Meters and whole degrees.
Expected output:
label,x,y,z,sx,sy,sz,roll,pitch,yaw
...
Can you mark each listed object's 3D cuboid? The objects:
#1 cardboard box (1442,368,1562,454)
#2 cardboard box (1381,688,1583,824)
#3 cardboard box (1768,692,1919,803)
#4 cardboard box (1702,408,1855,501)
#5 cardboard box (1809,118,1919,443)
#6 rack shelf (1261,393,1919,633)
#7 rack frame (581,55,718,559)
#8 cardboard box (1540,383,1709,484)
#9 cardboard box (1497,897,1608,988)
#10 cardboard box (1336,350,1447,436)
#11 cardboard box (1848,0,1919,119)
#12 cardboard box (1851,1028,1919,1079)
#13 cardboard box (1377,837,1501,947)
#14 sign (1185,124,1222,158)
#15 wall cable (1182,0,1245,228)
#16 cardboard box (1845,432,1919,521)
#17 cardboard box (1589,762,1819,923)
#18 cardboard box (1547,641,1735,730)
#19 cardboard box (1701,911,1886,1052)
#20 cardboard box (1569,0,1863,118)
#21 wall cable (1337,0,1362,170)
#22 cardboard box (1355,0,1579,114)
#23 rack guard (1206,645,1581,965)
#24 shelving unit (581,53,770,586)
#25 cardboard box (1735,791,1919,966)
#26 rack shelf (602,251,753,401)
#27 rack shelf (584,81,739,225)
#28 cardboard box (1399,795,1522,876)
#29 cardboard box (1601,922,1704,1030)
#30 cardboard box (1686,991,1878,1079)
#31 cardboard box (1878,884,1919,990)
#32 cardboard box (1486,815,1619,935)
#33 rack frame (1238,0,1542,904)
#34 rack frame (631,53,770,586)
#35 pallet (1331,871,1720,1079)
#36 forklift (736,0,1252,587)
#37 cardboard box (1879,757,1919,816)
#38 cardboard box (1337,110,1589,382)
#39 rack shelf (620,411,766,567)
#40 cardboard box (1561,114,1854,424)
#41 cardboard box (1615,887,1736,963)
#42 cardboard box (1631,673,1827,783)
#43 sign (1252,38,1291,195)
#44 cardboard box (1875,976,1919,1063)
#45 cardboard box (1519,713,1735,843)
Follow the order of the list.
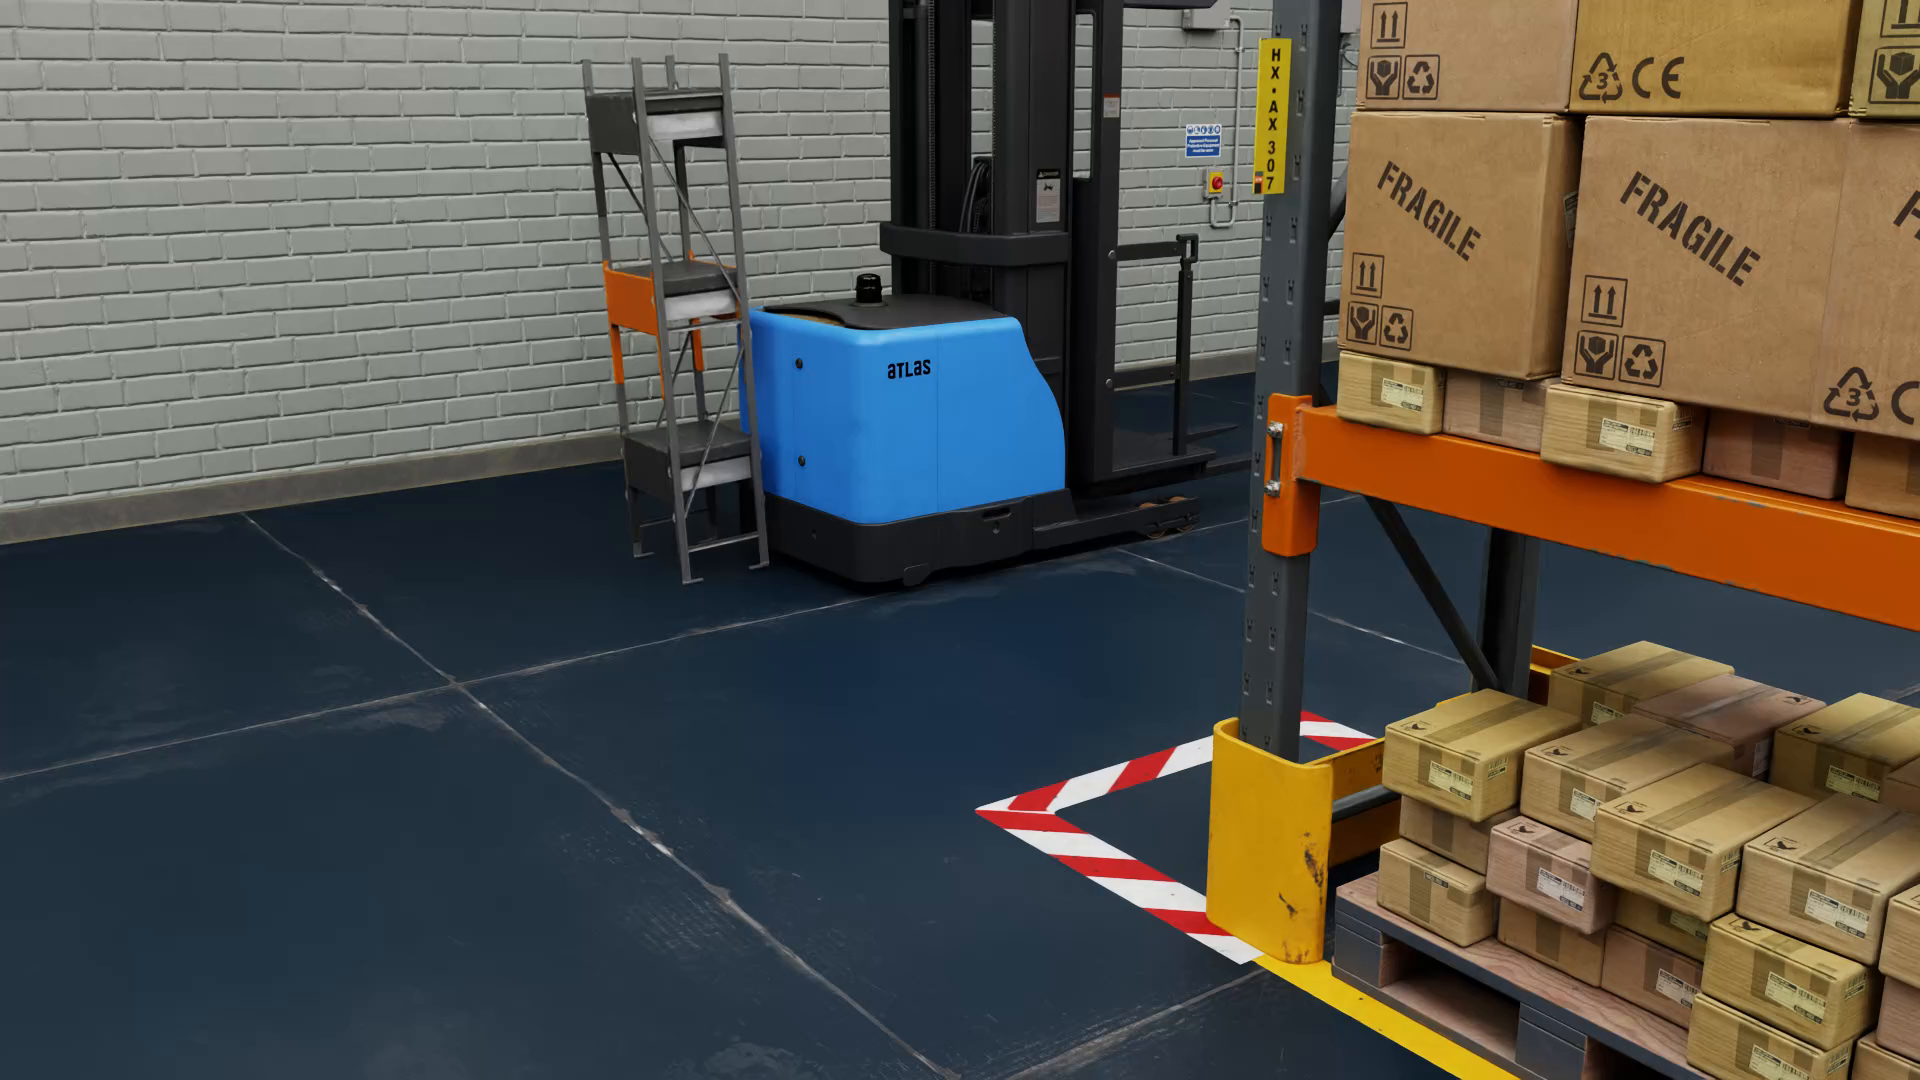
label,x,y,z,sx,sy,sz,roll,pitch,yaw
cardboard box,1.225,-0.293,3.440,0.380,0.149,0.250,-10,18,-33
cardboard box,1.150,0.468,3.662,0.380,0.149,0.250,-12,19,-37
cardboard box,1.989,0.475,3.636,0.380,0.149,0.250,-11,19,-36
cardboard box,1.603,-0.193,3.076,0.380,0.149,0.250,-10,18,-32
cardboard box,1.770,-0.418,2.669,0.500,0.500,0.500,-11,19,-34
rack shelf,2.292,0.192,2.556,1.077,0.370,4.000,-11,19,-35
rack frame,-1.304,-0.962,7.071,0.400,2.100,0.015,-14,20,-32
cardboard box,1.340,-0.227,3.200,0.380,0.149,0.250,-12,19,-36
cardboard box,1.386,0.795,3.594,0.380,0.149,0.250,-11,19,-35
cardboard box,1.042,-0.341,3.616,0.380,0.149,0.250,-11,19,-35
cardboard box,1.755,-0.898,2.527,0.500,0.500,0.500,-11,19,-36
cardboard box,1.826,0.958,2.997,0.380,0.149,0.250,-11,19,-34
cardboard box,1.165,0.752,3.752,0.380,0.149,0.250,-10,18,-33
sign,1.652,-2.708,11.278,0.327,0.218,0.001,-11,19,-35
wall cable,1.727,-3.078,11.155,0.585,1.953,0.123,-11,19,-35
cardboard box,1.743,-0.131,2.850,0.380,0.149,0.250,-11,19,-35
cardboard box,1.454,0.582,3.246,0.380,0.149,0.250,-11,19,-35
cardboard box,1.633,0.377,3.994,0.380,0.149,0.250,-11,19,-34
cardboard box,1.611,0.776,3.100,0.380,0.149,0.250,-10,18,-33
cardboard box,1.467,-1.012,2.946,0.500,0.500,0.500,-10,18,-33
wall cable,2.867,-3.285,11.972,0.588,1.984,0.122,-11,19,-35
cardboard box,1.166,-1.119,3.336,0.500,0.500,0.500,-11,19,-35
rack guard,1.161,0.640,4.292,1.175,0.500,0.348,-11,19,-35
shelving unit,-1.166,-0.909,6.877,0.431,2.100,0.503,-14,20,-32
cardboard box,1.666,0.622,3.099,0.380,0.149,0.250,-12,19,-37
rack shelf,-1.165,-0.896,6.881,0.431,0.518,0.480,-14,20,-32
rack shelf,-1.196,-1.565,6.677,0.431,0.518,0.480,-14,20,-32
cardboard box,1.217,0.599,3.748,0.380,0.149,0.250,-10,18,-32
cardboard box,1.537,0.847,3.404,0.380,0.149,0.250,-11,19,-34
cardboard box,1.599,0.919,3.142,0.380,0.149,0.250,-11,19,-34
cardboard box,1.822,0.683,2.878,0.380,0.149,0.250,-10,18,-32
cardboard box,1.332,0.666,3.503,0.380,0.149,0.250,-11,19,-35
rack frame,1.116,-0.582,4.021,1.000,3.000,0.127,-11,19,-35
rack frame,-1.027,-0.856,6.683,0.400,2.100,0.015,-14,20,-32
pallet,1.610,0.958,3.676,1.003,0.211,1.213,-11,19,-35
forklift,0.495,-1.516,7.564,3.031,2.935,1.130,-12,19,-37
cardboard box,2.090,0.540,3.398,0.380,0.149,0.250,-12,19,-37
cardboard box,1.157,-0.635,3.462,0.500,0.500,0.500,-10,18,-32
rack shelf,-1.134,-0.227,7.085,0.431,0.518,0.480,-14,20,-32
cardboard box,1.492,-0.525,3.059,0.500,0.500,0.500,-11,19,-34
cardboard box,1.548,0.704,3.362,0.380,0.149,0.250,-11,19,-34
cardboard box,1.734,0.440,3.766,0.380,0.149,0.250,-10,18,-33
sign,0.678,-0.915,3.599,0.100,0.325,0.005,-11,19,-35
cardboard box,1.844,0.818,2.947,0.380,0.149,0.250,-12,19,-37
cardboard box,1.409,0.508,3.515,0.380,0.149,0.250,-10,18,-34
